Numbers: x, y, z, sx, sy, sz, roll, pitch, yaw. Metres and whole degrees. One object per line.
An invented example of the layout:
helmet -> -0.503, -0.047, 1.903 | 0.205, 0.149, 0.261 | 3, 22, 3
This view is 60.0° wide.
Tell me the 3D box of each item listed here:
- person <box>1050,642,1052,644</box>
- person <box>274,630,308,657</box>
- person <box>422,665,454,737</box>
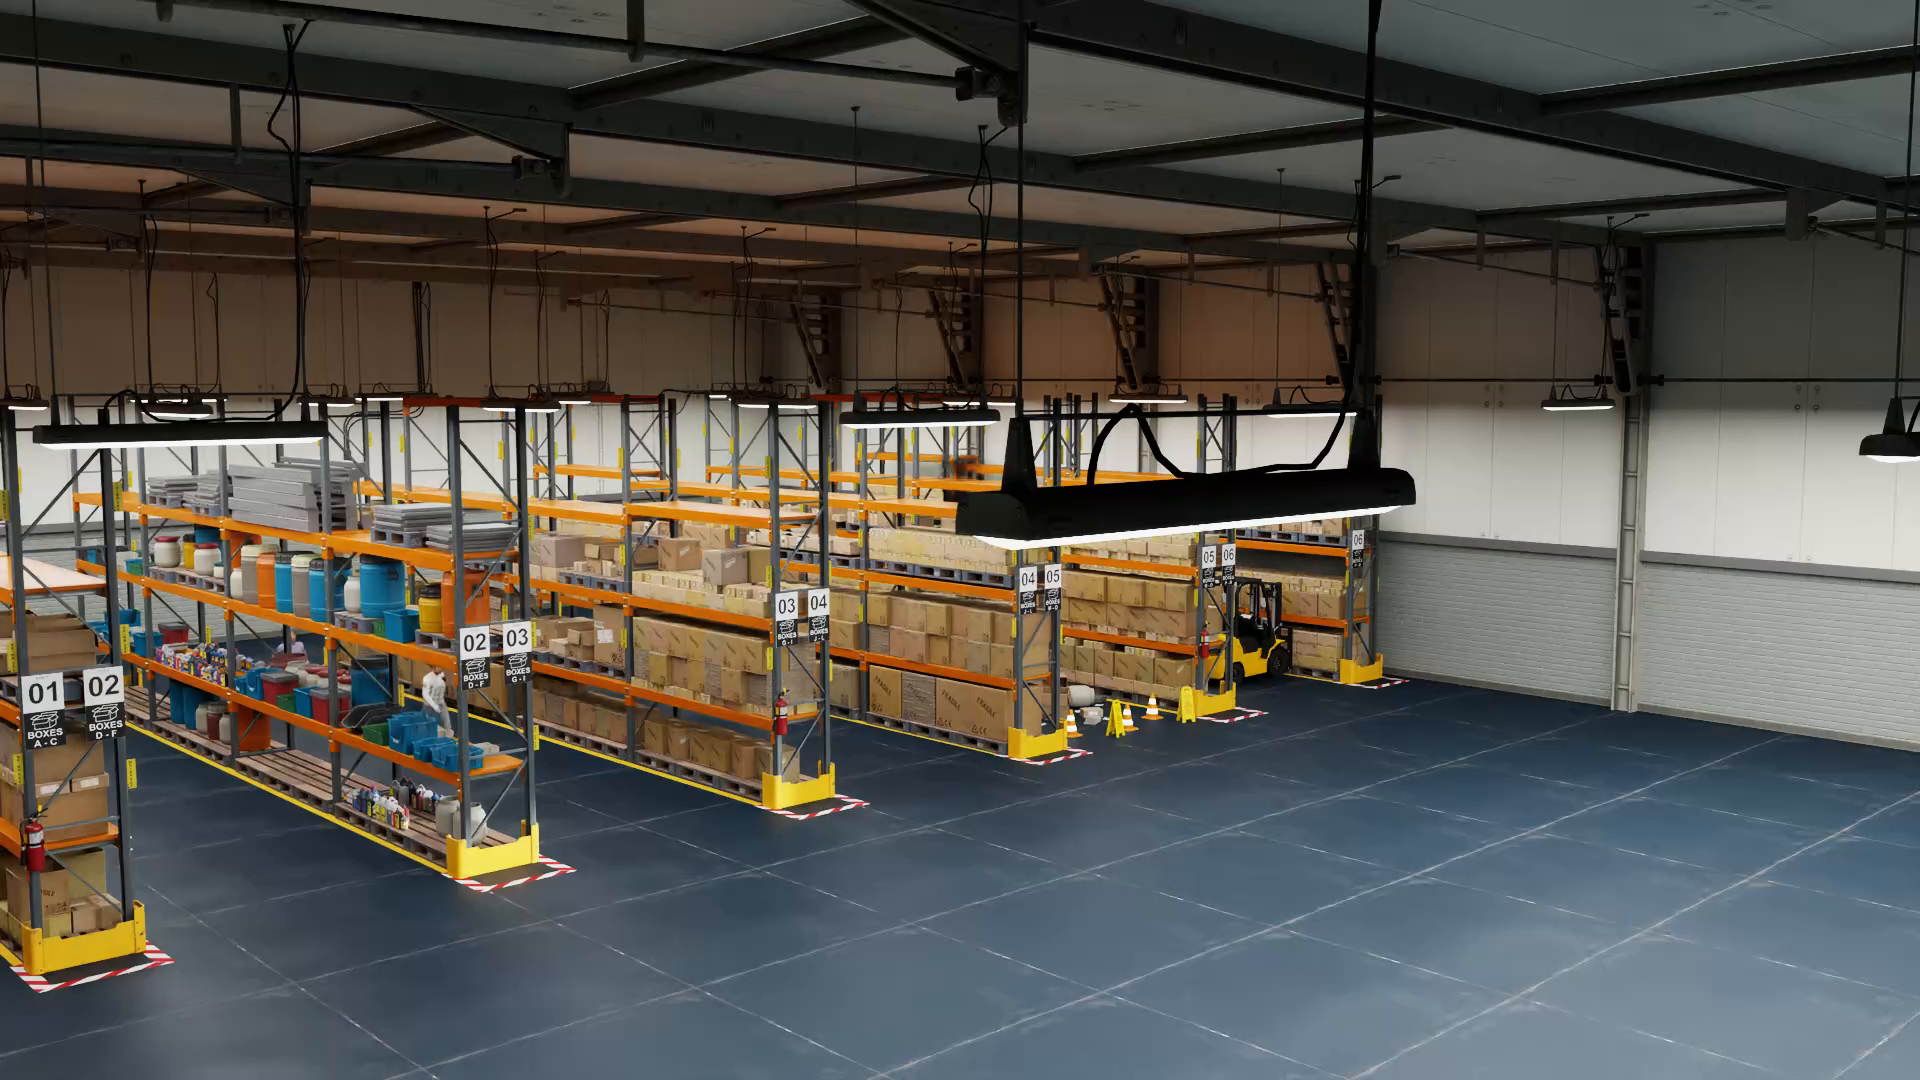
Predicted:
person -> 1.898, 1.777, 37.762 | 0.945, 1.756, 0.648 | 5, 8, 44
person -> -12.601, 2.502, 31.320 | 0.618, 1.659, 0.750 | -5, 7, -42
person -> -8.949, 2.782, 28.258 | 1.095, 1.576, 0.511 | 5, 7, 40
